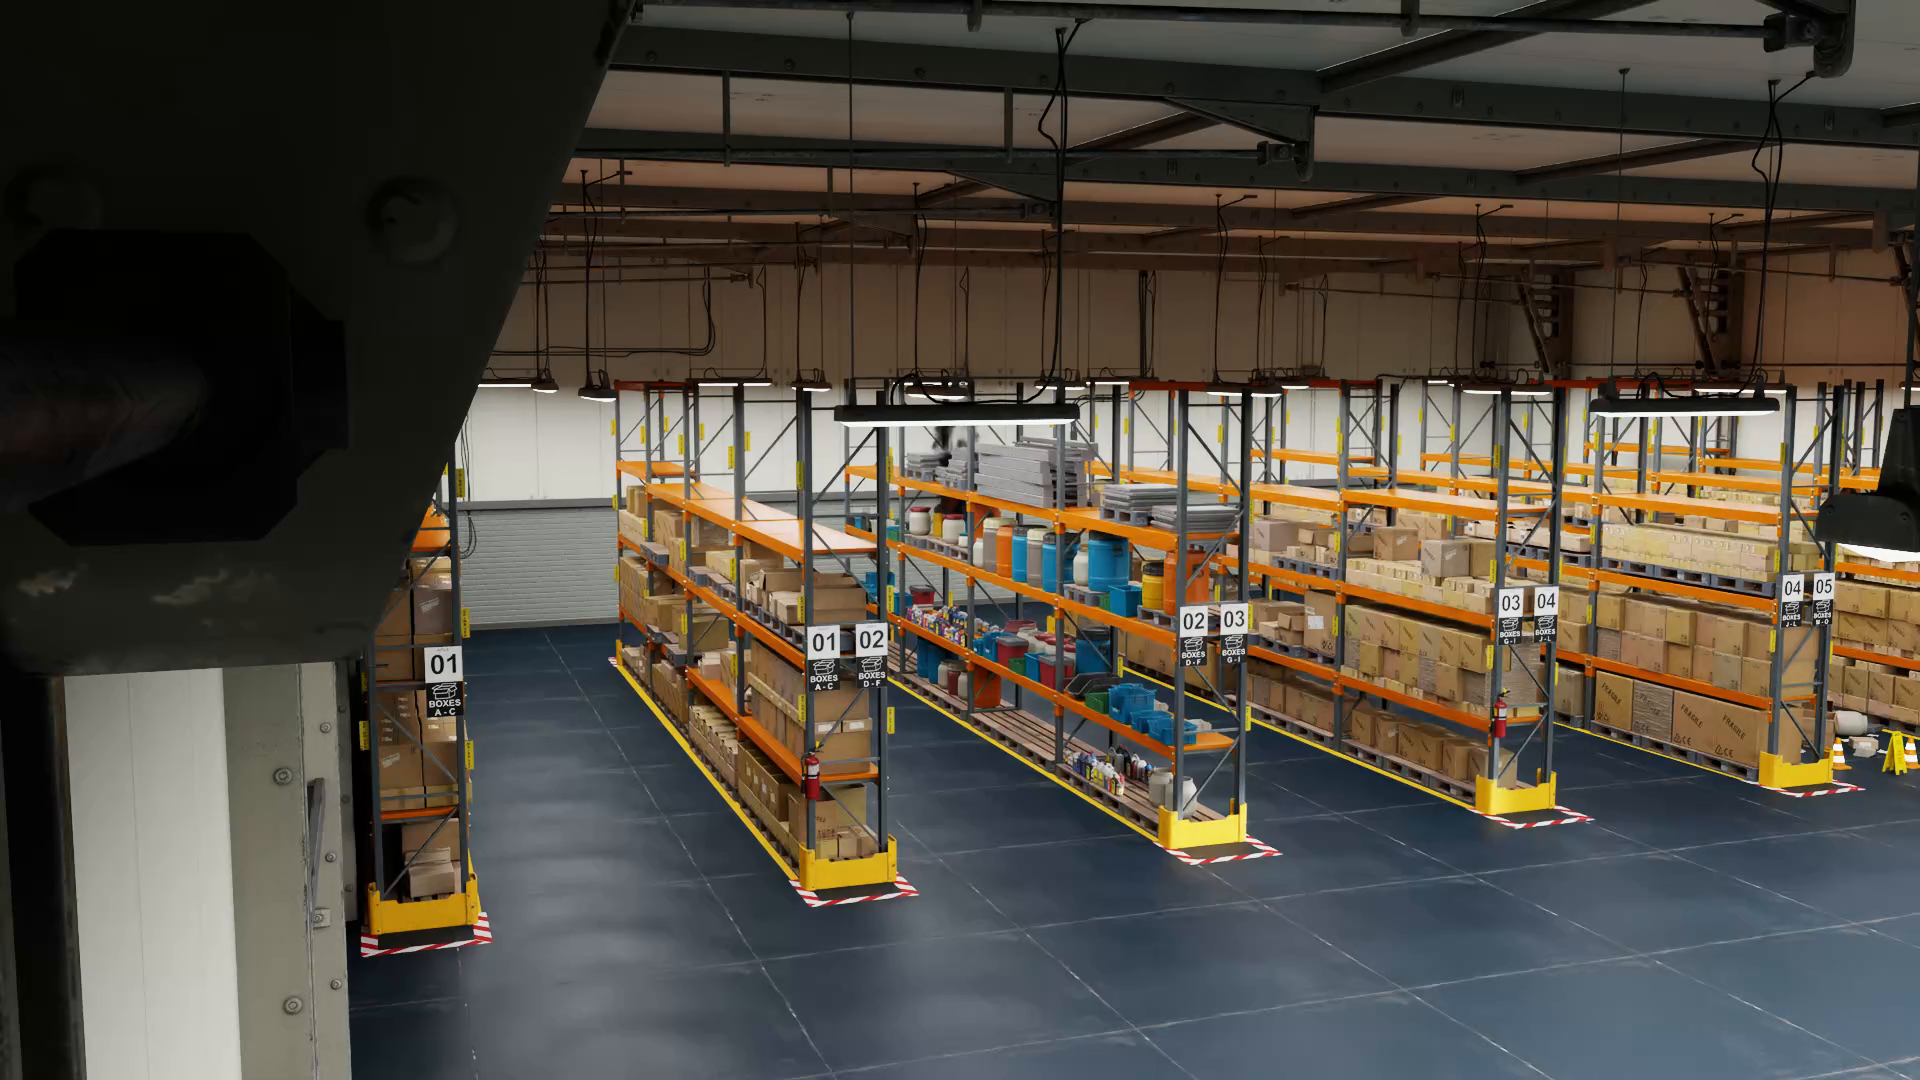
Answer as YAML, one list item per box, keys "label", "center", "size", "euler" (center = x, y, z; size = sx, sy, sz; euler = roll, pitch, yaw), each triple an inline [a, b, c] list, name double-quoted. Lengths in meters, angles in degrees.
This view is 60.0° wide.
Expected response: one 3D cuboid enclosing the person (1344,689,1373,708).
- label: "person"
  center: [7.327, 2.189, 30.788]
  size: [0.709, 1.792, 1.046]
  euler: [-2, 6, -22]
